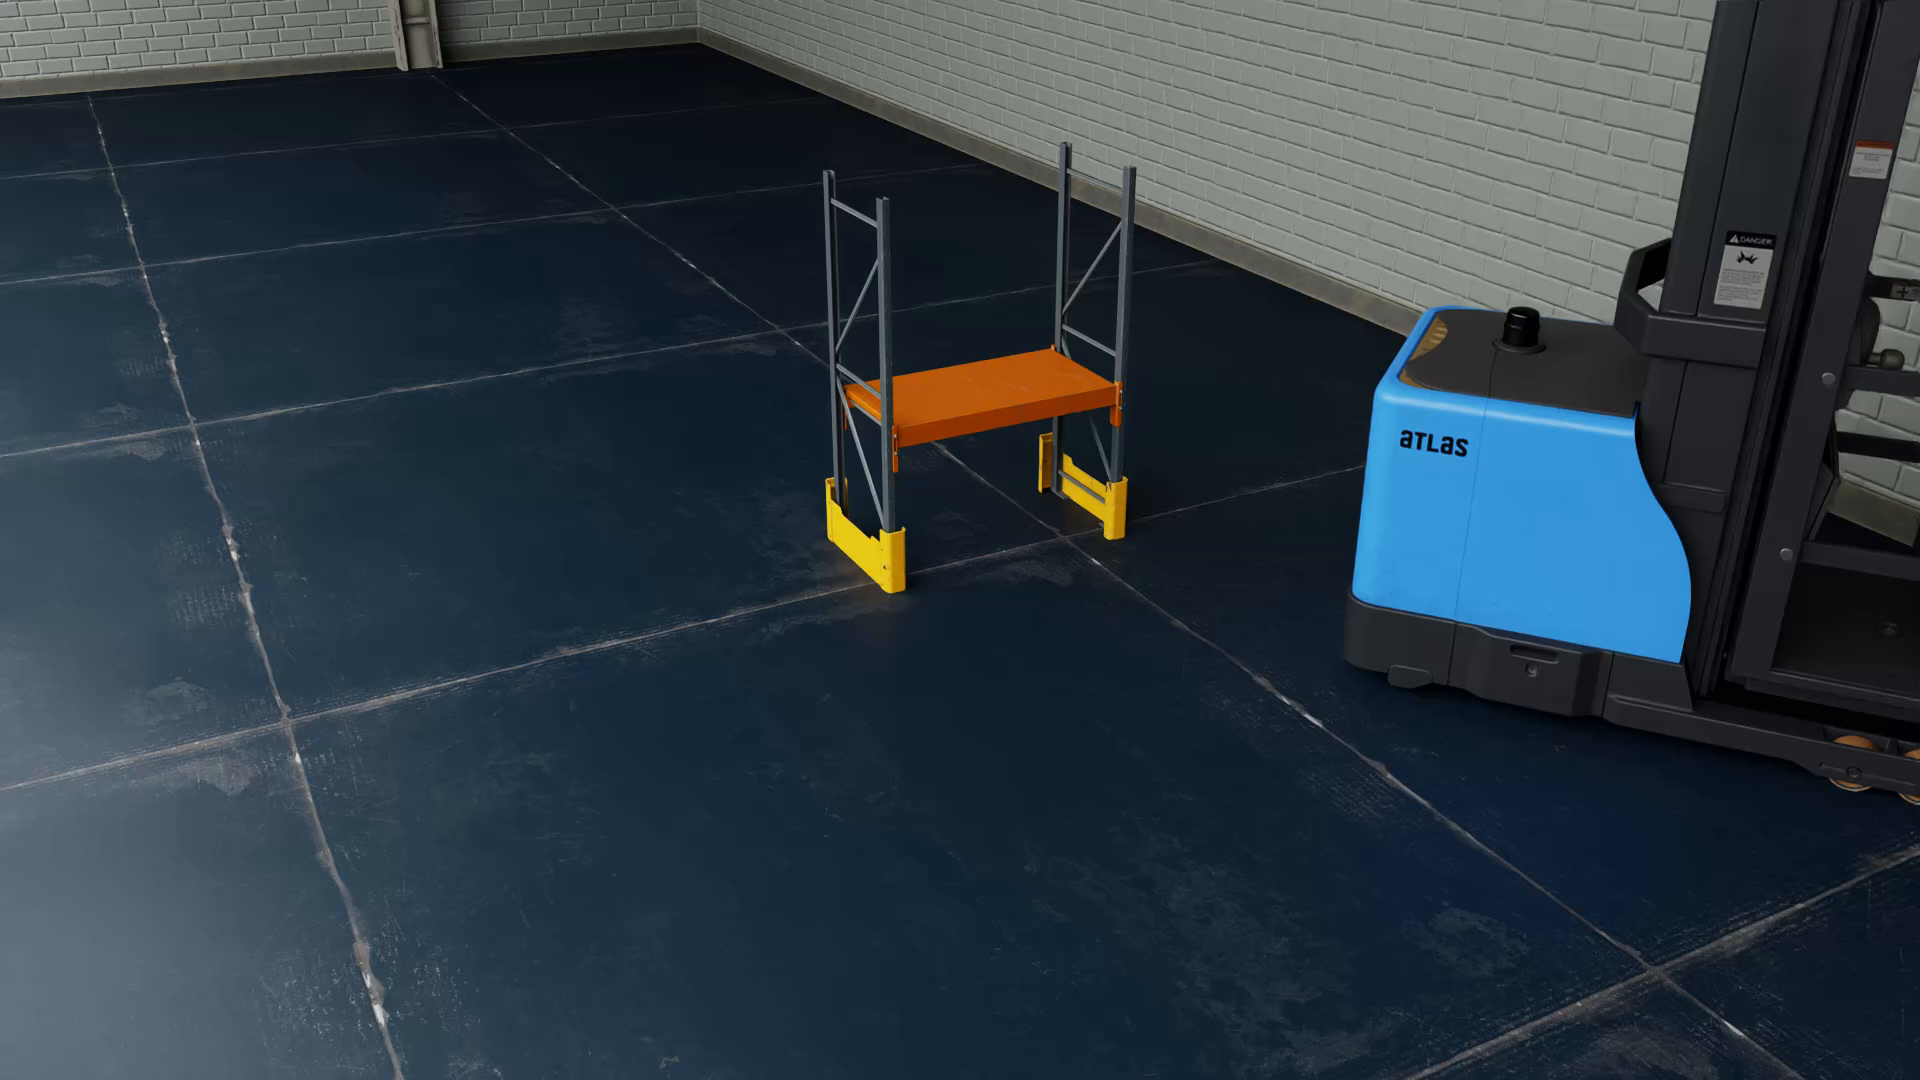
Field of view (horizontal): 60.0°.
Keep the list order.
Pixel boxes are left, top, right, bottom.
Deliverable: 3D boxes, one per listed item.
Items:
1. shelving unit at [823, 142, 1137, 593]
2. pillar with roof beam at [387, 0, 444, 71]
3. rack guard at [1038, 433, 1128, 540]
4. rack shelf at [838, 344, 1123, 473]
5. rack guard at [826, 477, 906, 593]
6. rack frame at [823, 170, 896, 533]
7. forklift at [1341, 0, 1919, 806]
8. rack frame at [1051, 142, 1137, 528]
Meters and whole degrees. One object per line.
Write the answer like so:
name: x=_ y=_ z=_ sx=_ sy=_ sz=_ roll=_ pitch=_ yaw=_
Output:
shelving unit: x=0.067 y=-0.692 z=6.458 sx=1.083 sy=1.500 sz=0.587 roll=-13 pitch=29 yaw=-25
pillar with roof beam: x=-3.352 y=-7.126 z=11.195 sx=0.400 sy=9.000 sz=9.100 roll=-13 pitch=29 yaw=-25
rack guard: x=0.507 y=-0.230 z=6.939 sx=0.087 sy=0.250 sz=0.587 roll=-13 pitch=29 yaw=-25
rack shelf: x=0.075 y=-0.531 z=6.539 sx=1.000 sy=0.185 sz=0.538 roll=-13 pitch=29 yaw=-25
rack guard: x=-0.372 y=-0.027 z=6.517 sx=0.087 sy=0.250 sz=0.587 roll=-13 pitch=29 yaw=-25
rack frame: x=-0.373 y=-0.590 z=6.246 sx=0.032 sy=1.500 sz=0.500 roll=-13 pitch=29 yaw=-25
forklift: x=2.882 y=-0.774 z=4.976 sx=3.031 sy=2.935 sz=1.130 roll=11 pitch=28 yaw=22
rack frame: x=0.524 y=-0.797 z=6.677 sx=0.032 sy=1.500 sz=0.500 roll=-13 pitch=29 yaw=-25
